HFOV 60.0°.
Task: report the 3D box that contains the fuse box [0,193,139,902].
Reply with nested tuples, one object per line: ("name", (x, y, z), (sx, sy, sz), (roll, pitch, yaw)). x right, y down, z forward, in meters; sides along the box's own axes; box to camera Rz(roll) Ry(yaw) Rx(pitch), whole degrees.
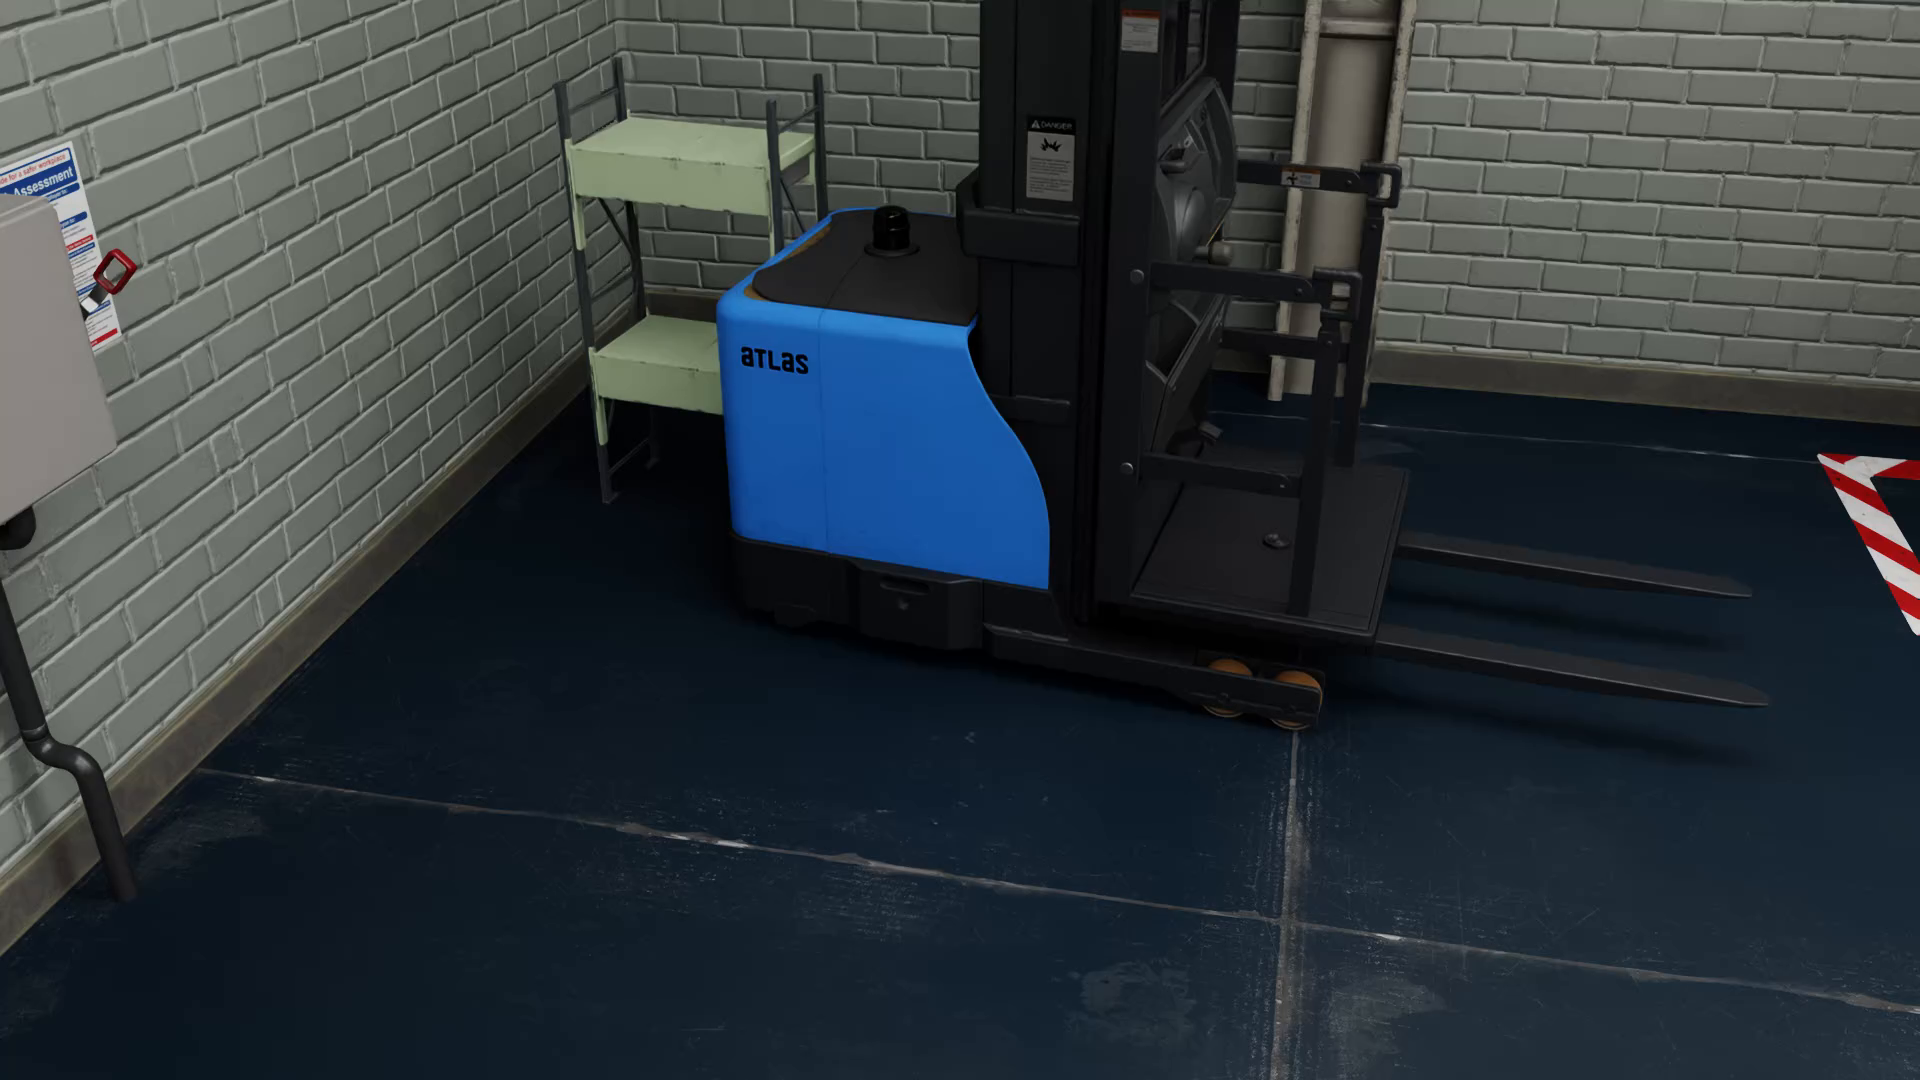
("fuse box", (-2.042, 0.122, 3.745), (0.414, 1.711, 0.539), (6, 29, 11))

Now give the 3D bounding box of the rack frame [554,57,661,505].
("rack frame", (-1.212, -0.877, 5.790), (0.023, 1.500, 0.400), (9, 30, 16))

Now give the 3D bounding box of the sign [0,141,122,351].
("sign", (-2.141, -0.654, 3.920), (0.001, 0.494, 0.329), (6, 29, 11))

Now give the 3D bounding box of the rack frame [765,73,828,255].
("rack frame", (-0.519, -0.764, 5.584), (0.023, 1.500, 0.400), (9, 30, 16))

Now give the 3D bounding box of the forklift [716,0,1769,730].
("forklift", (0.848, -1.030, 4.579), (3.031, 2.935, 1.130), (9, 30, 16))

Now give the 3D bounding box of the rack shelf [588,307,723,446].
("rack shelf", (-0.865, -0.535, 5.844), (0.720, 0.370, 0.431), (9, 30, 16))

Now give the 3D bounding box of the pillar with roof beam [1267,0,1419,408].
("pillar with roof beam", (0.582, -2.551, 1.039), (0.400, 9.000, 9.100), (6, 29, 11))

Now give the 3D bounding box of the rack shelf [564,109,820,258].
("rack shelf", (-0.865, -1.163, 5.500), (0.720, 0.370, 0.431), (9, 30, 16))

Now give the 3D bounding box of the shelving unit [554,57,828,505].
("shelving unit", (-0.865, -0.821, 5.687), (0.755, 1.500, 0.431), (9, 30, 16))
